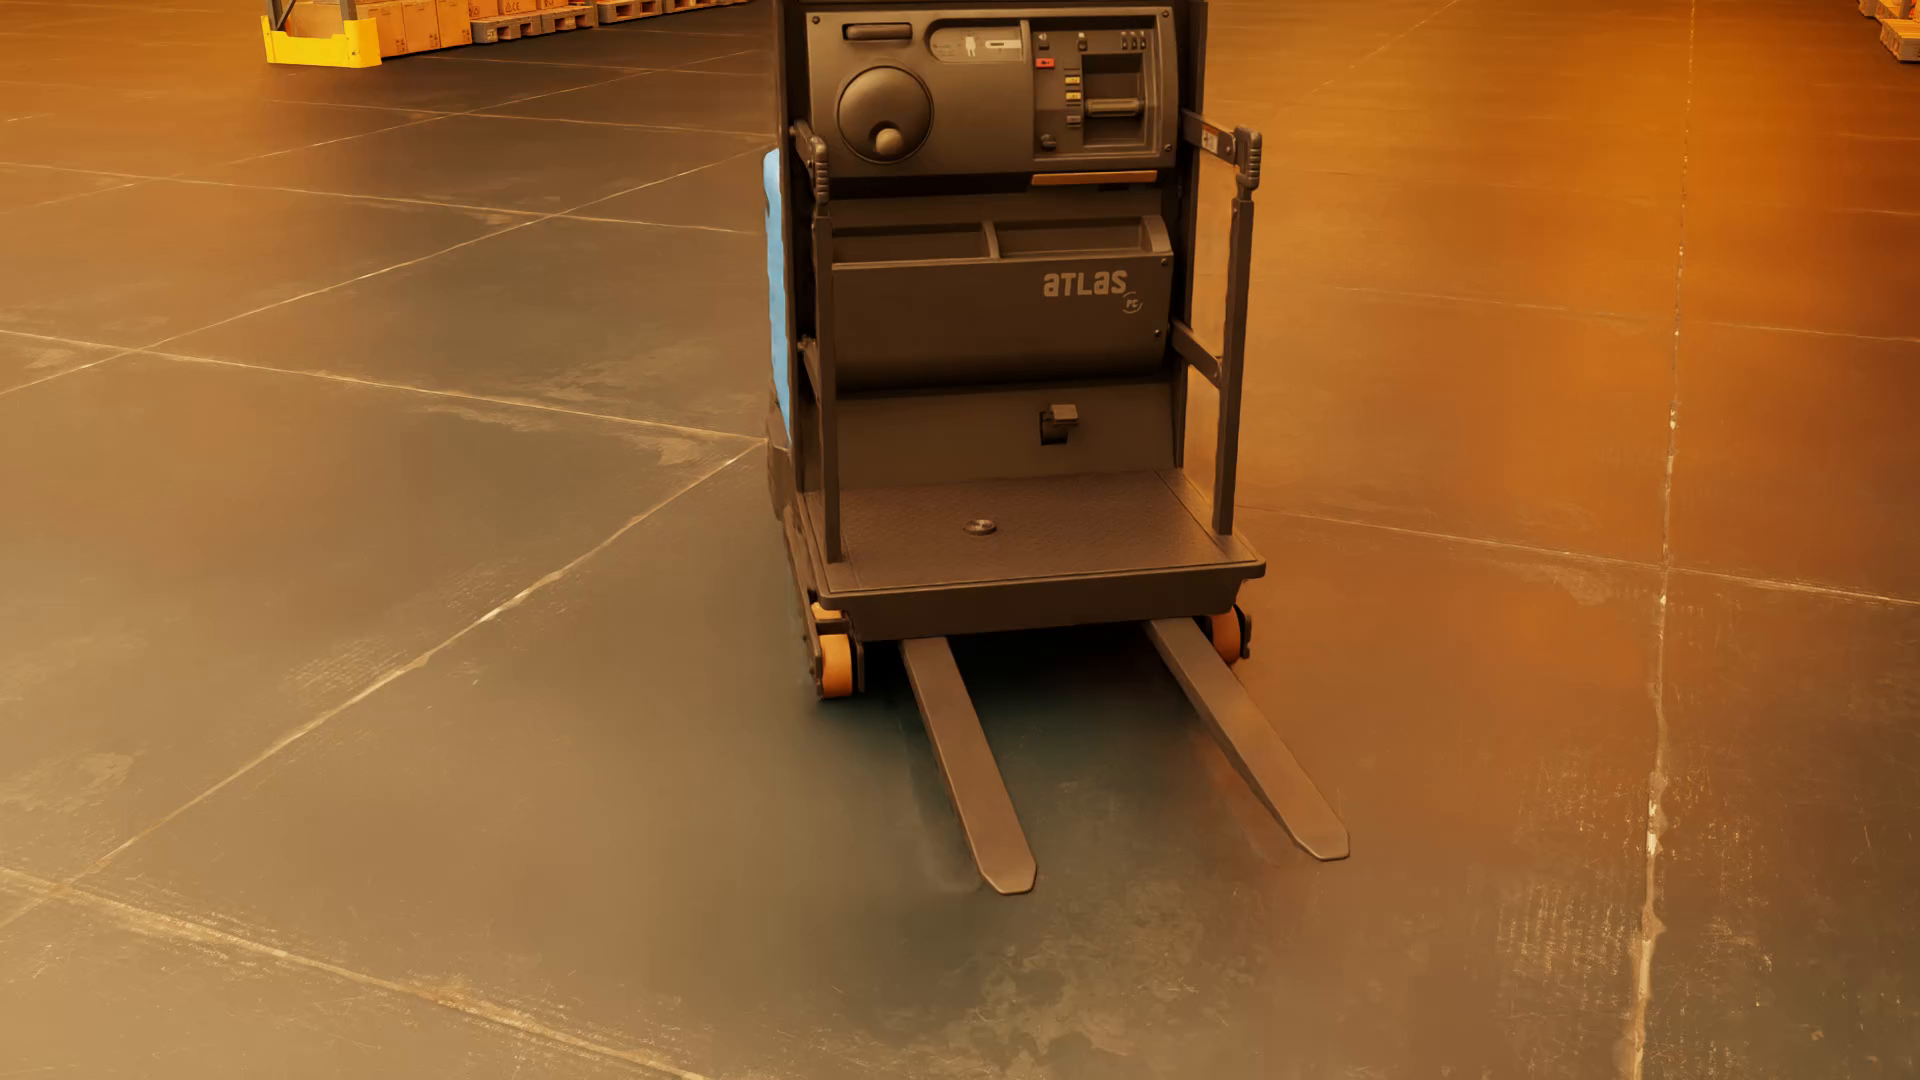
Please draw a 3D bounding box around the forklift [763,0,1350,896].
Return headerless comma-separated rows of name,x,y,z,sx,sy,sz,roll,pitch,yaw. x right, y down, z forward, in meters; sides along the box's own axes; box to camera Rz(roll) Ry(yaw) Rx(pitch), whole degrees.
forklift,0.128,-1.108,3.942,1.130,2.935,3.031,-4,23,-10
